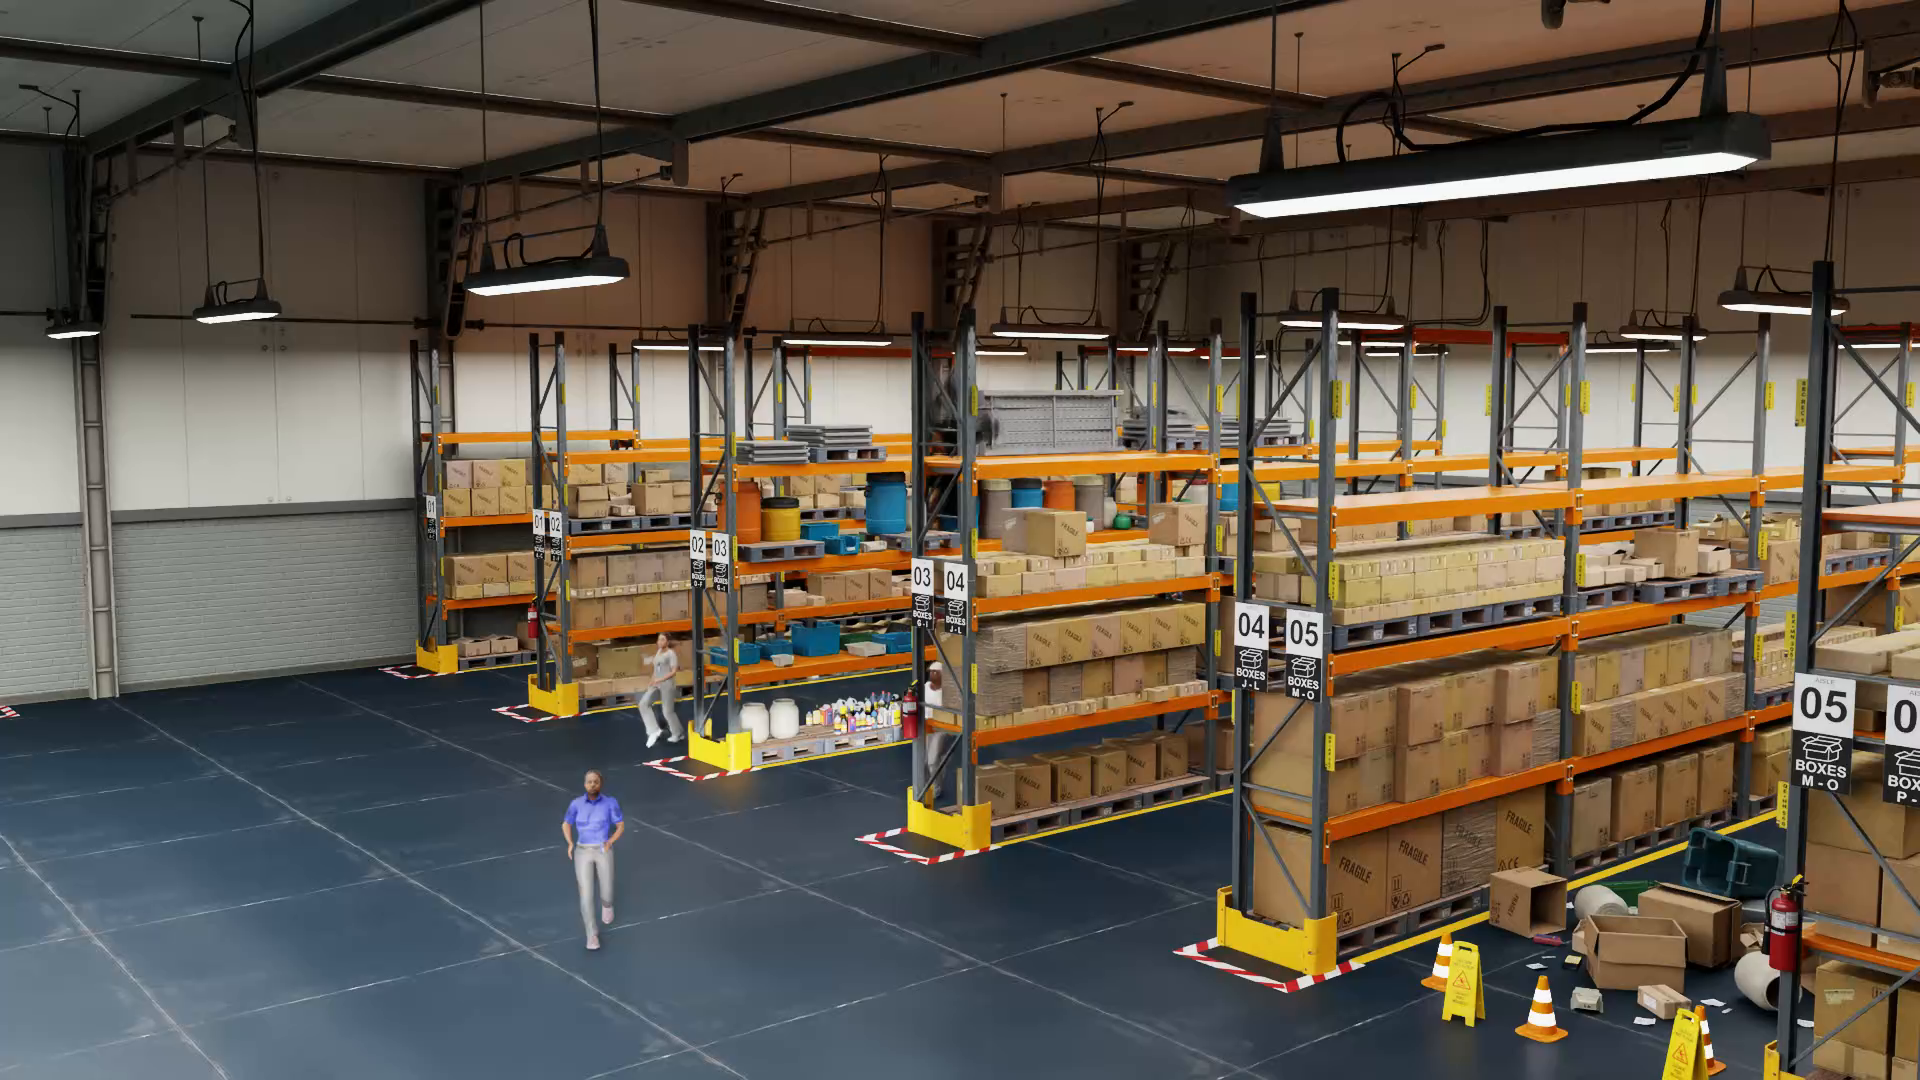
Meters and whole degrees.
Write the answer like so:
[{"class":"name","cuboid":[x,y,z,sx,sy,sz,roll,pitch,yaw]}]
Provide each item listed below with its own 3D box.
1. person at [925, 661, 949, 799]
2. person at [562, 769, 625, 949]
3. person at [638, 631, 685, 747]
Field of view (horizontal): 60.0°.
[{"class":"person","cuboid":[-0.271,2.374,20.957,0.702,1.721,0.589,4,6,35]},{"class":"person","cuboid":[-3.412,2.930,15.483,0.580,1.607,0.701,-1,5,-9]},{"class":"person","cuboid":[-4.254,2.137,23.901,0.575,1.666,0.668,5,7,44]}]
